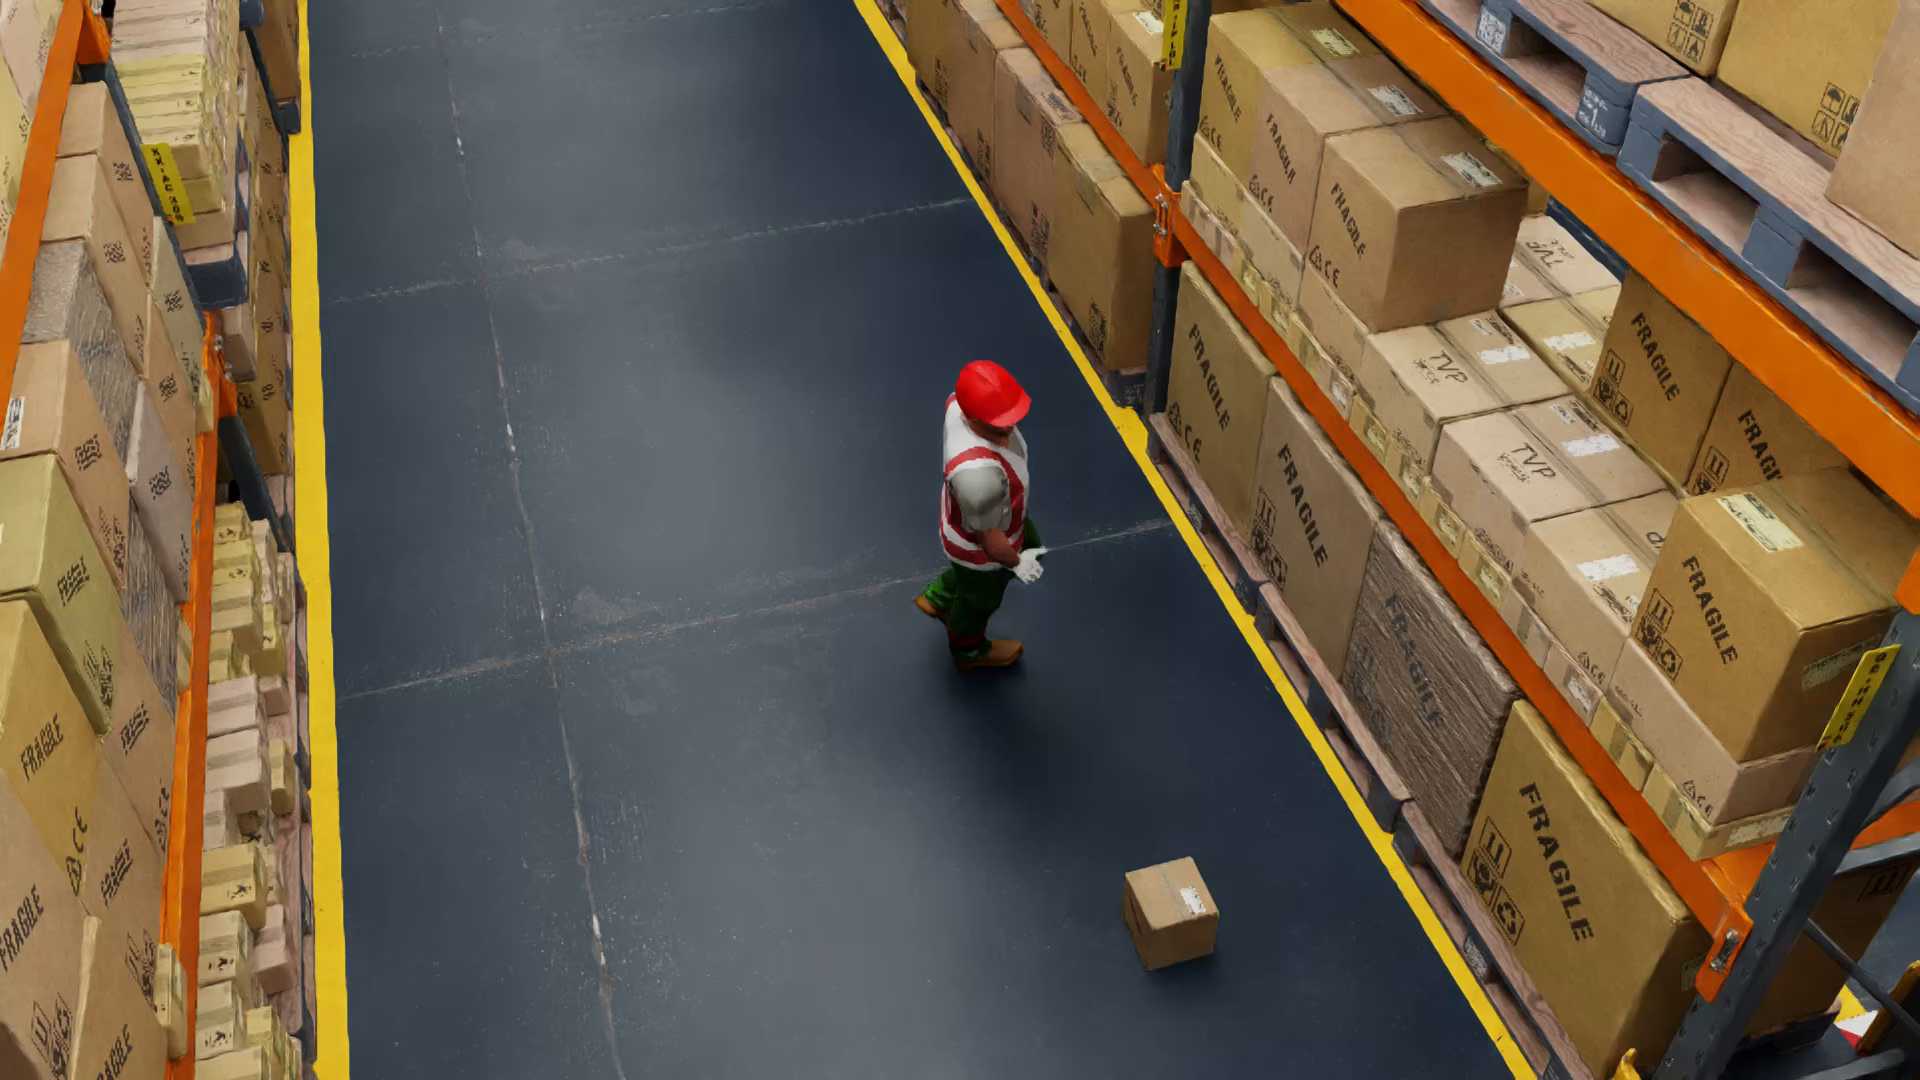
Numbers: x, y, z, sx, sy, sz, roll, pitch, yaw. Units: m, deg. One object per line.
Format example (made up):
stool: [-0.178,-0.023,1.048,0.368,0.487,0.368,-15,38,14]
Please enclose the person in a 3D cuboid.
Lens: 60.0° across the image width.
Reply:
person: [1.802,-3.953,10.564,3.483,1.747,12.569,2,42,2]
